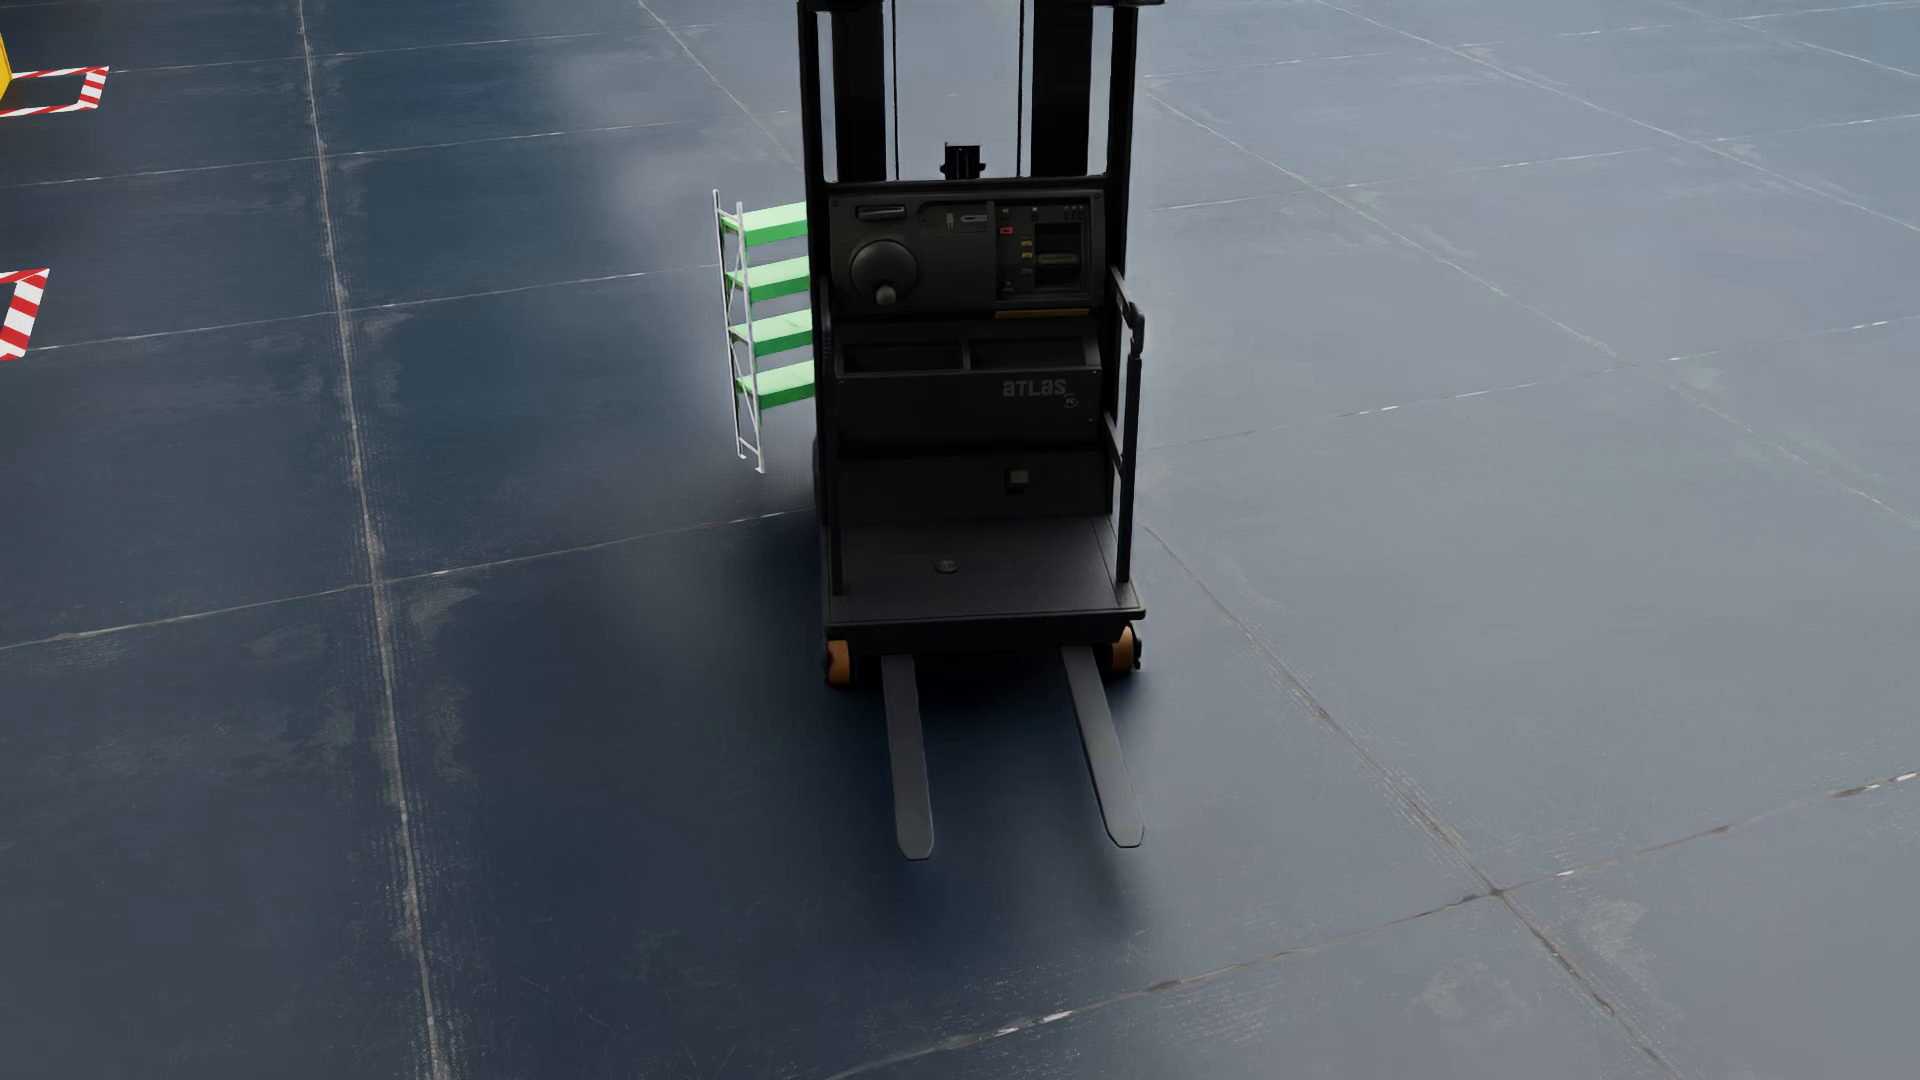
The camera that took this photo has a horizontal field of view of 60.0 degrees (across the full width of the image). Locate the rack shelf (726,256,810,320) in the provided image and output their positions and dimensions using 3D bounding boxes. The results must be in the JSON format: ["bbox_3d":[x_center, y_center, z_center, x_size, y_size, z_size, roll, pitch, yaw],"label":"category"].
[{"bbox_3d":[-0.732,-1.088,7.081,0.480,0.148,0.258,-17,31,-28],"label":"rack shelf"}]

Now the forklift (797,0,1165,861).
[{"bbox_3d":[0.048,-0.935,5.430,1.130,2.935,3.031,-3,30,-4],"label":"forklift"}]

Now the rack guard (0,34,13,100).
[{"bbox_3d":[-7.477,-3.599,12.563,0.348,0.500,1.175,-10,31,-18],"label":"rack guard"}]

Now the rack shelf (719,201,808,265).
[{"bbox_3d":[-0.738,-1.301,6.970,0.480,0.148,0.258,-17,31,-28],"label":"rack shelf"}]

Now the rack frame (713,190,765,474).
[{"bbox_3d":[-0.934,-0.867,7.048,0.015,1.200,0.240,-17,31,-28],"label":"rack frame"}]

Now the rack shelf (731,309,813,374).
[{"bbox_3d":[-0.727,-0.875,7.192,0.480,0.148,0.258,-17,31,-28],"label":"rack shelf"}]

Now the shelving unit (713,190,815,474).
[{"bbox_3d":[-0.728,-0.932,7.162,0.503,1.200,0.258,-17,31,-28],"label":"shelving unit"}]

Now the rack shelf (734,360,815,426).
[{"bbox_3d":[-0.721,-0.663,7.302,0.480,0.148,0.258,-17,31,-28],"label":"rack shelf"}]
